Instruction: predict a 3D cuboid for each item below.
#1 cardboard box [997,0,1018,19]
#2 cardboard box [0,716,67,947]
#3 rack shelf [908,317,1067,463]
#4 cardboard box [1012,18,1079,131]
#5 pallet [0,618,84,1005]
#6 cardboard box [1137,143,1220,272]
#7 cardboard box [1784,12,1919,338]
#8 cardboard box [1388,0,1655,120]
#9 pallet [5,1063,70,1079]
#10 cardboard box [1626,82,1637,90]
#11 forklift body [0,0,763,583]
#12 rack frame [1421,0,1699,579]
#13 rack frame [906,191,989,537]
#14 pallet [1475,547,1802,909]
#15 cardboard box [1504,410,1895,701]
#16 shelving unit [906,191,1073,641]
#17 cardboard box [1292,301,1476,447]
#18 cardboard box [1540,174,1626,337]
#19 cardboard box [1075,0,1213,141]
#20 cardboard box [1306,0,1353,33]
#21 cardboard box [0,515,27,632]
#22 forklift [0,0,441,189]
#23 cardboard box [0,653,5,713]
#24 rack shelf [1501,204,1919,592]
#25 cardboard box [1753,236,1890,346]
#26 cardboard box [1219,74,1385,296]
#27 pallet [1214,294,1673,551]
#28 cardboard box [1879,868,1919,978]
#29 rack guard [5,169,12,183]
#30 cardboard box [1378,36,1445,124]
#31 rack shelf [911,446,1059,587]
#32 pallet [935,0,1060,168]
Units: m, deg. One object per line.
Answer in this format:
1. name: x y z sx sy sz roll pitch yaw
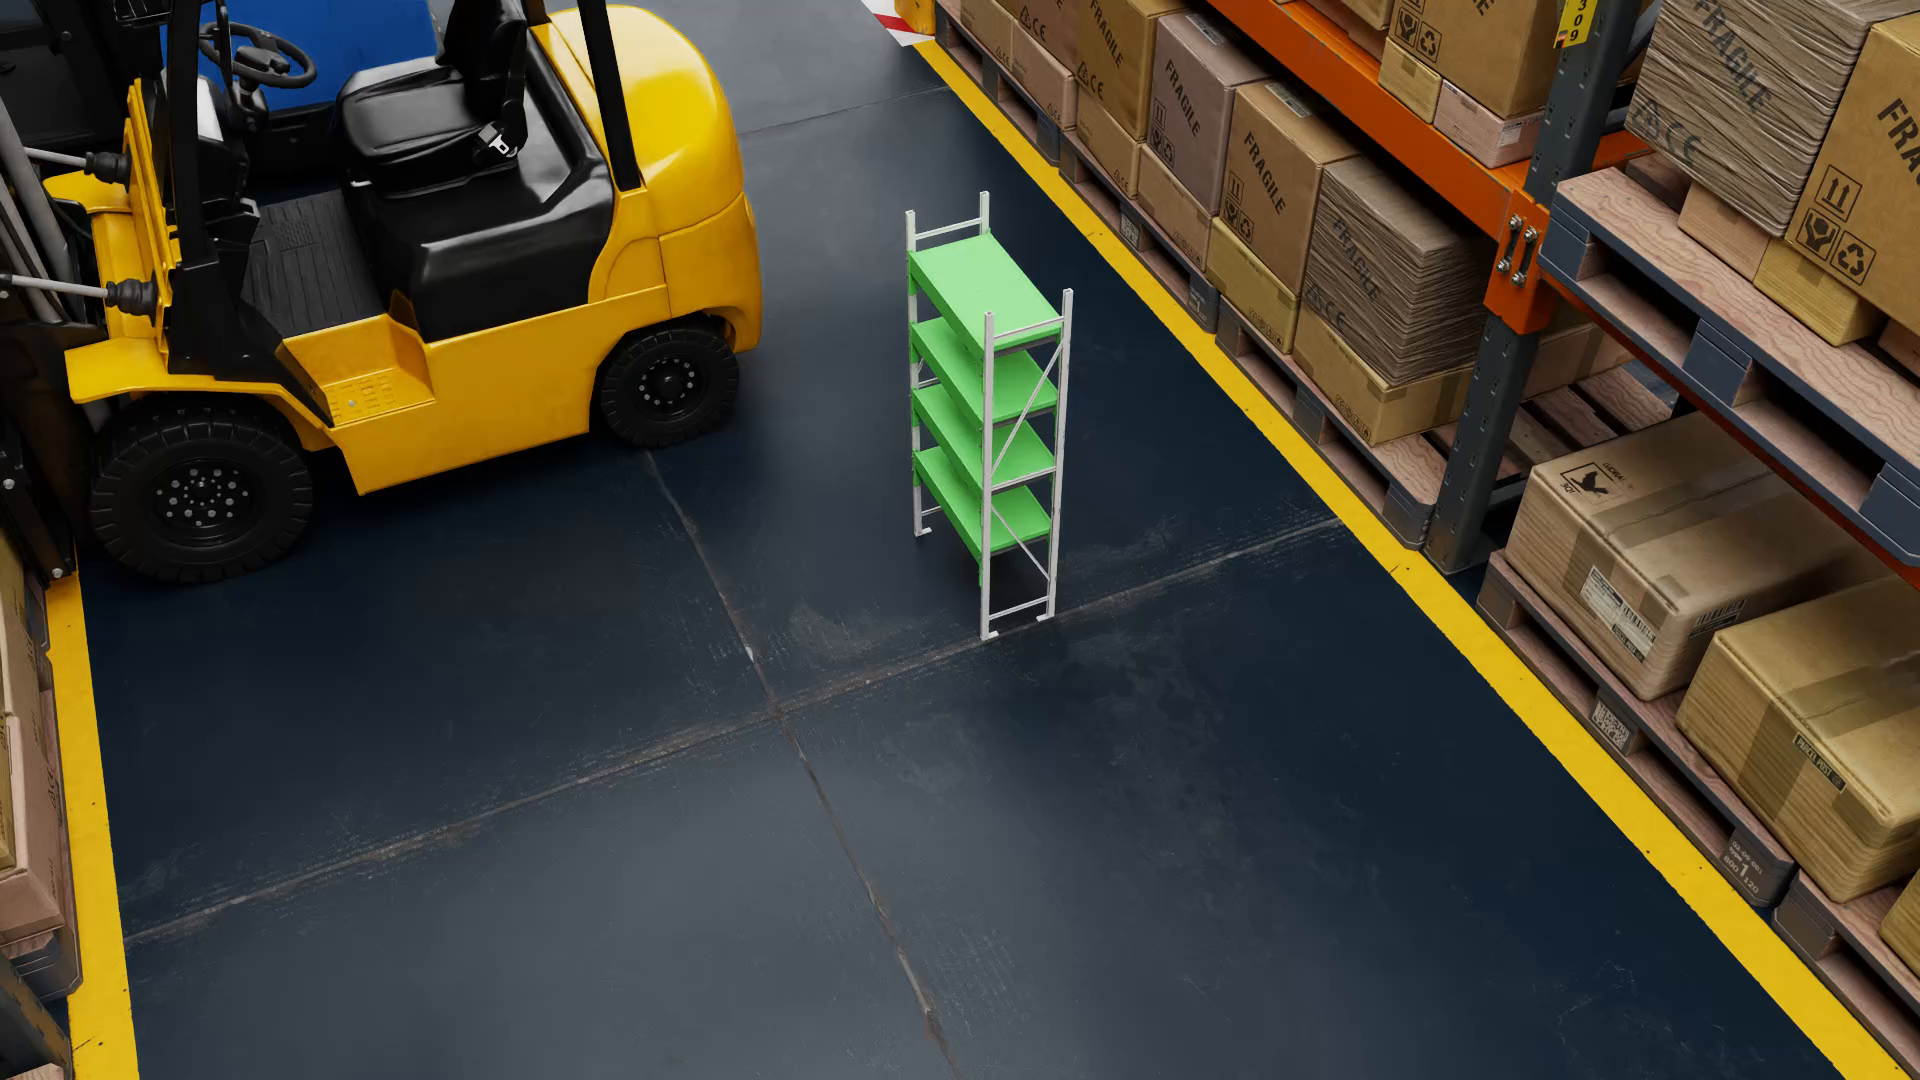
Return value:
1. cardboard box: 0.342 -2.512 6.785 0.500 0.500 0.500 -20 48 -19
2. cardboard box: -2.480 0.755 4.008 0.500 0.250 0.500 -18 47 -17
3. rack shelf: 0.070 -0.447 4.598 0.258 0.148 0.480 -18 47 -17
4. cardboard box: 0.539 -1.933 6.732 0.500 0.250 0.500 -16 47 -16
5. pallet: -2.874 0.805 4.284 1.003 0.211 1.213 -18 47 -17
6. cardboard box: 0.990 -1.266 6.056 0.500 0.250 0.500 -17 47 -17
7. cardboard box: 2.073 -0.725 3.267 0.500 0.500 0.500 -18 47 -17
8. cardboard box: 1.512 -1.488 4.339 0.500 0.500 0.500 -19 48 -18
9. pallet: -2.232 1.782 3.293 1.003 0.211 1.213 -18 47 -17
10. cardboard box: 2.083 -1.343 4.654 0.380 0.149 0.250 -18 47 -18
11. forklift body: -1.807 -1.245 4.981 2.313 2.155 1.214 -18 47 -17
12. rack frame: 1.925 -1.136 4.266 1.000 3.000 0.127 -18 47 -17
13. rack frame: -0.033 -0.477 4.879 0.240 1.200 0.015 -18 47 -17
14. pallet: 2.253 0.352 4.743 1.003 0.211 1.213 -18 47 -17
15. cardboard box: 2.148 -0.017 4.704 0.950 0.372 0.625 -17 47 -17
16. shelving unit: 0.070 -0.322 4.722 0.258 1.200 0.503 -18 47 -17
17. cardboard box: 1.432 -0.605 5.386 0.500 0.250 0.500 -16 47 -16
18. cardboard box: 1.922 -1.030 5.283 0.500 0.500 0.500 -16 47 -16
19. cardboard box: 0.769 -1.859 6.123 0.500 0.500 0.500 -17 47 -17
20. cardboard box: 1.271 -1.671 4.986 0.380 0.149 0.250 -19 48 -18
21. cardboard box: -2.938 0.113 4.658 0.500 0.250 0.500 -17 47 -17
22. forklift: -3.648 -2.633 5.832 3.031 2.935 1.130 -15 46 -14
23. cardboard box: -2.714 0.263 4.150 0.500 0.250 0.500 -18 47 -18
24. rack shelf: 2.766 0.394 3.227 1.077 0.370 4.000 -18 47 -17
25. cardboard box: 1.967 -0.589 3.591 0.380 0.149 0.250 -17 47 -17
26. cardboard box: 1.217 -1.196 5.451 0.500 0.500 0.500 -17 47 -17
27. pallet: 1.610 -0.561 5.669 1.003 0.211 1.213 -18 47 -17
28. cardboard box: 2.747 0.883 3.792 0.950 0.372 0.625 -17 47 -16
29. rack guard: -4.269 -1.343 6.255 1.175 0.500 0.348 -18 47 -17
30. cardboard box: 1.402 -1.319 4.630 0.380 0.149 0.250 -17 47 -17
31. rack shelf: 0.070 -0.105 4.935 0.258 0.148 0.480 -18 47 -17
32. pallet: 0.584 -2.116 7.245 1.003 0.211 1.213 -18 47 -17
